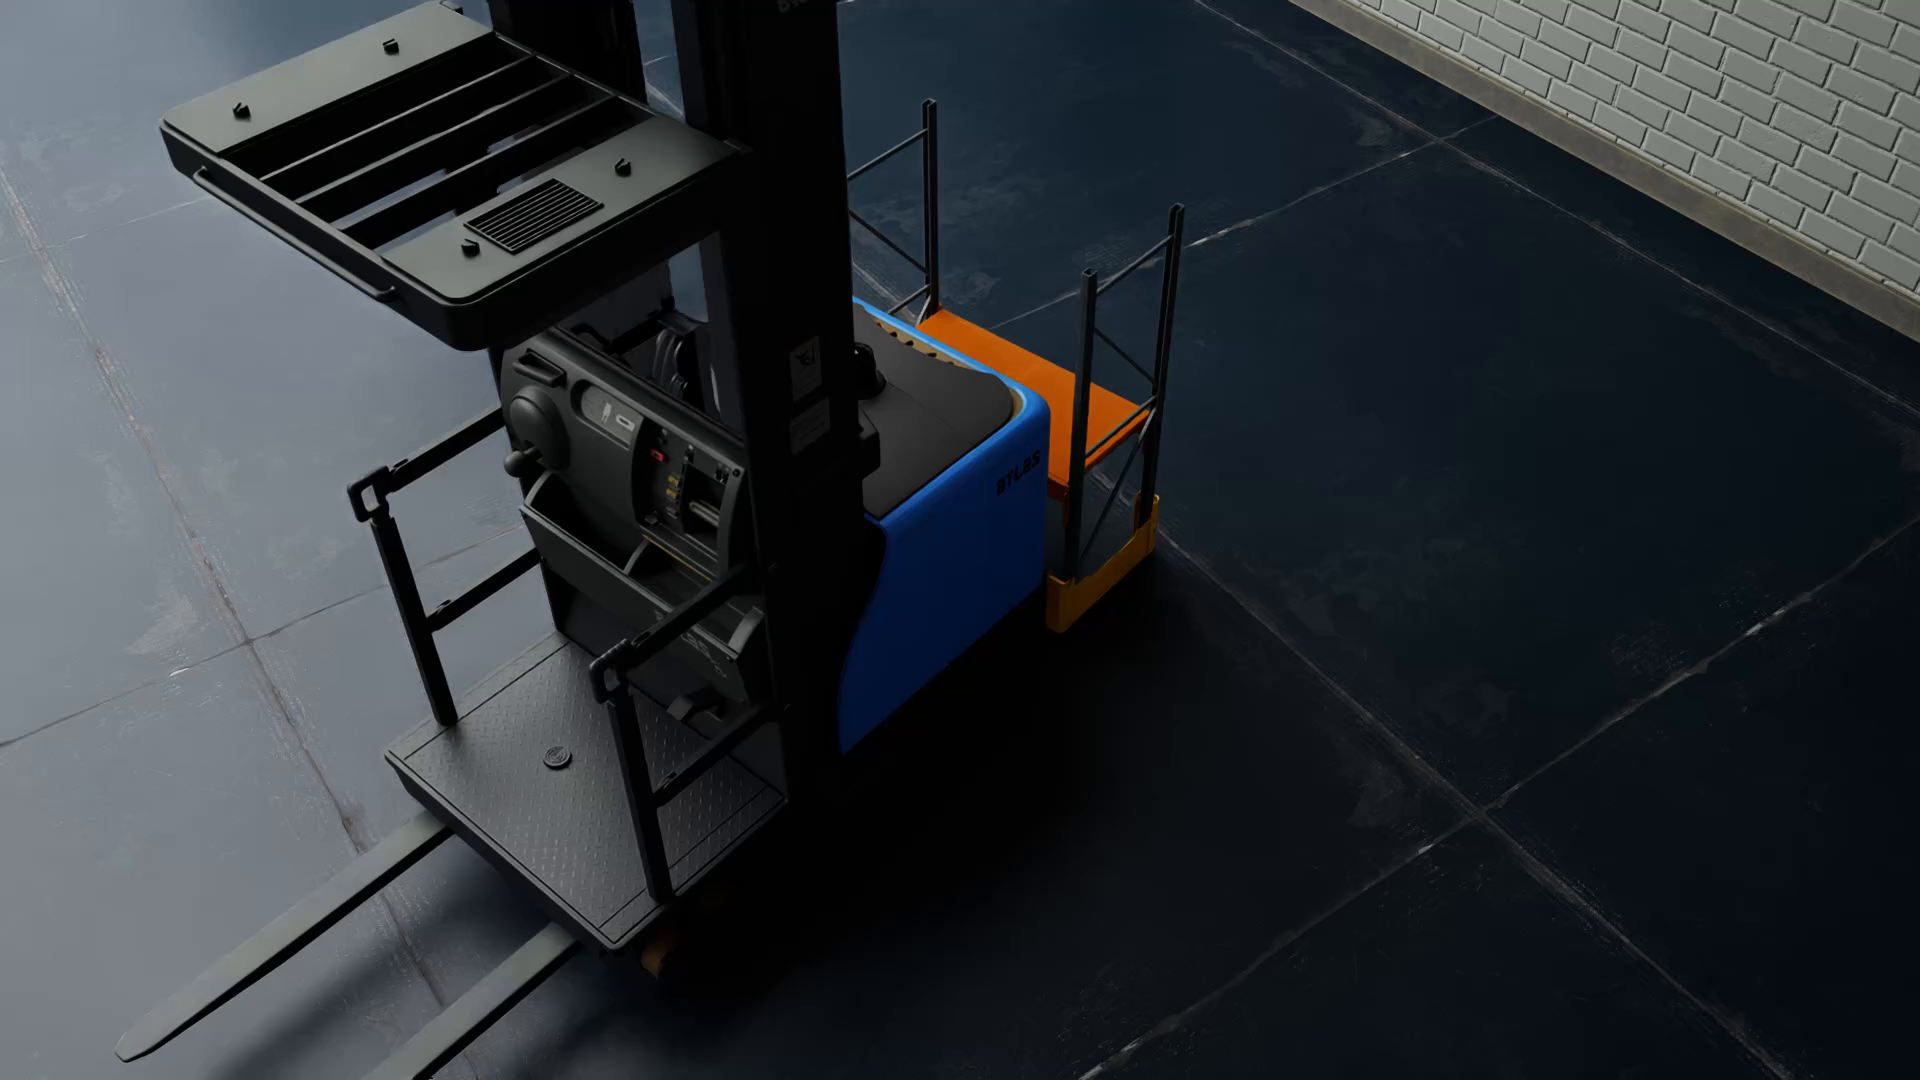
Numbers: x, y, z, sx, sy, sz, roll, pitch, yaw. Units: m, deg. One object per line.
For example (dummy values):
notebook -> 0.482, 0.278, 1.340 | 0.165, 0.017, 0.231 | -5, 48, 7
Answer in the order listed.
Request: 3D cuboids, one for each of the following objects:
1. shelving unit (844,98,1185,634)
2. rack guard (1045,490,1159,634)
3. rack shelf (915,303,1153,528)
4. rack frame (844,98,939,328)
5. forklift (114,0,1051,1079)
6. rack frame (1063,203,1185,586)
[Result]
shelving unit -> 0.132, -0.599, 5.791 | 1.083, 1.500, 0.587 | 30, 51, 28
rack guard -> 0.514, 0.074, 5.992 | 0.087, 0.250, 0.587 | 30, 51, 28
rack shelf -> 0.139, -0.465, 5.911 | 1.000, 0.185, 0.538 | 30, 51, 28
rack frame -> -0.251, -0.820, 6.023 | 0.032, 1.500, 0.500 | 30, 51, 28
forklift -> -1.044, -0.165, 4.301 | 1.130, 2.935, 3.031 | 31, 52, 28
rack frame -> 0.529, -0.370, 5.551 | 0.032, 1.500, 0.500 | 30, 51, 28
